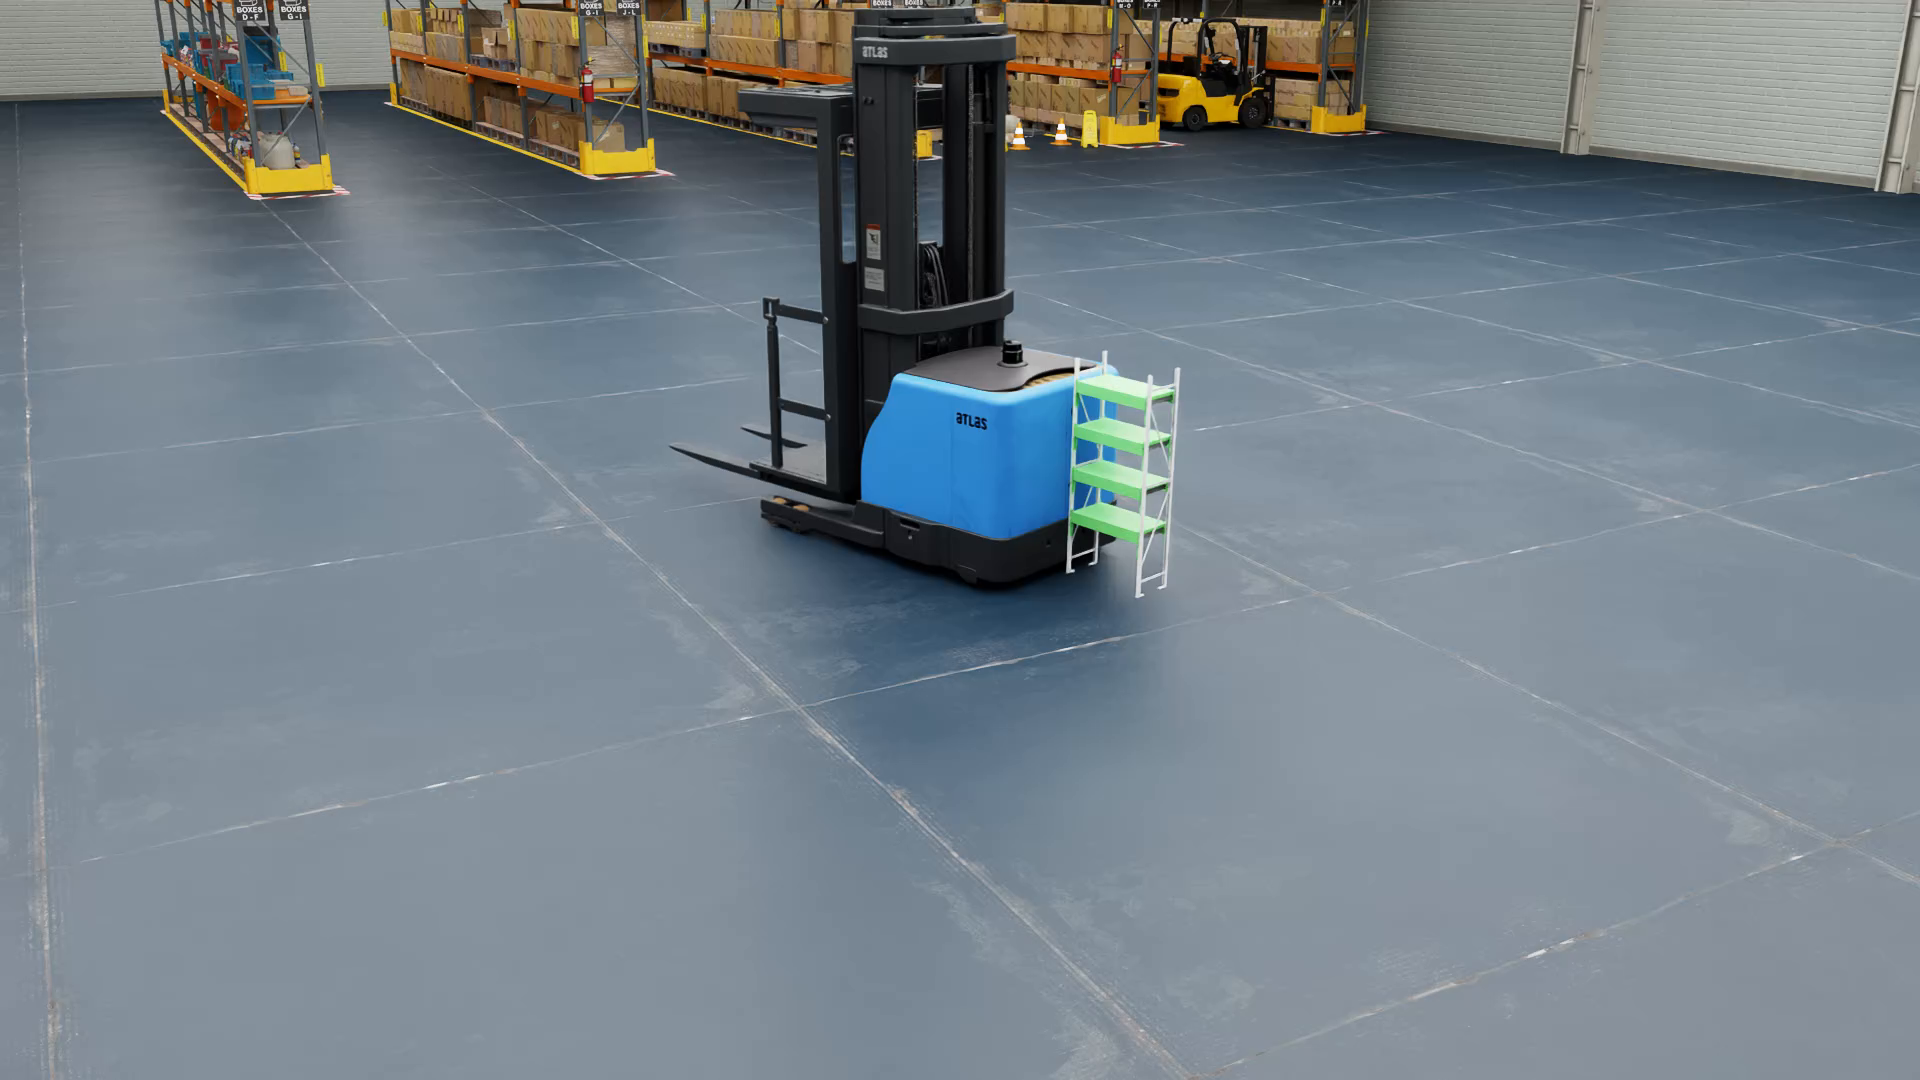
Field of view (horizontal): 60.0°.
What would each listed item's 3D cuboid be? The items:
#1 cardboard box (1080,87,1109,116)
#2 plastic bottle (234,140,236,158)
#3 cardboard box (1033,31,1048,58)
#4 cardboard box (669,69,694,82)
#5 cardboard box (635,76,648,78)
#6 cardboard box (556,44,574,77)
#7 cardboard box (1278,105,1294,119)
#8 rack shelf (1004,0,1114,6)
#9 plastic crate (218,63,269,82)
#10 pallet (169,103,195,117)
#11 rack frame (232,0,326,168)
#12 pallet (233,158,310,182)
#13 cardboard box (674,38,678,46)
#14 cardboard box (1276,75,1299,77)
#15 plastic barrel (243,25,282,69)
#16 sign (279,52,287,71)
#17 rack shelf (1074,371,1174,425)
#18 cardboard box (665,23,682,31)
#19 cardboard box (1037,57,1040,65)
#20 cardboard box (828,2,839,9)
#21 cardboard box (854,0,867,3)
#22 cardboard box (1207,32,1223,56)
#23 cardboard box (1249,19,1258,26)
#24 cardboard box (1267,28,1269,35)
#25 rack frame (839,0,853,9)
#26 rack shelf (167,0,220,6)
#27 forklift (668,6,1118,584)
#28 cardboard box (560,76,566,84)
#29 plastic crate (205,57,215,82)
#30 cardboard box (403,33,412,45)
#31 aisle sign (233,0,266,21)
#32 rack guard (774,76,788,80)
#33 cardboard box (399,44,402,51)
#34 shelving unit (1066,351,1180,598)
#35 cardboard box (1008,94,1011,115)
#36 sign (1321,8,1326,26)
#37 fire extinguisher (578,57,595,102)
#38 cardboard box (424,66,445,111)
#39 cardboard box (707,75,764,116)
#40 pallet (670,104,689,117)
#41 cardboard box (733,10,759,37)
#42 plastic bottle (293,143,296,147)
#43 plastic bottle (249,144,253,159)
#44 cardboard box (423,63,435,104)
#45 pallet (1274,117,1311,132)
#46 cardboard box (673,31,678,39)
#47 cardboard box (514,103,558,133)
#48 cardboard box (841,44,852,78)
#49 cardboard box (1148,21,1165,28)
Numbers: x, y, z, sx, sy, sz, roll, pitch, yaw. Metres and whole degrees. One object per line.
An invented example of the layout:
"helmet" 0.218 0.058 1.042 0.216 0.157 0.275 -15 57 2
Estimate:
"cardboard box" 2.621 -8.332 31.602 0.500 0.500 0.500 -10 21 -26
"plastic bottle" -11.599 -6.256 26.652 0.061 0.283 0.133 -9 21 -24
"cardboard box" 1.781 -9.770 32.736 0.500 0.500 0.500 -10 21 -27
"cardboard box" -6.164 -10.357 37.088 0.500 0.250 0.500 -9 21 -25
"cardboard box" -7.509 -10.957 39.600 0.380 0.149 0.250 -9 21 -25
"cardboard box" -6.070 -7.830 27.114 0.875 0.500 0.500 -10 21 -27
"cardboard box" 6.869 -8.788 34.074 0.500 0.250 0.500 -10 21 -27
"rack shelf" 2.282 -10.542 32.087 1.077 0.370 4.000 -10 21 -27
"plastic crate" -11.612 -7.536 26.969 0.767 0.338 0.504 -10 21 -27
"pallet" -17.089 -9.620 37.186 1.003 0.211 1.213 -10 21 -27
"rack frame" -9.849 -6.587 24.123 1.000 3.000 0.127 -10 21 -27
"pallet" -10.883 -5.868 26.312 1.003 0.211 1.213 -10 21 -27
"cardboard box" -5.998 -10.835 36.174 0.380 0.149 0.250 -11 22 -29
"cardboard box" 6.830 -9.635 34.993 0.500 0.250 0.500 -10 22 -28
"plastic barrel" -11.665 -8.131 27.827 0.600 0.901 0.708 -10 21 -27
"sign" -11.259 -7.949 27.644 0.100 0.325 0.005 -10 21 -27
"rack shelf" 0.859 -0.740 8.642 0.258 0.148 0.480 -18 27 -42
"cardboard box" -6.247 -11.268 36.516 0.380 0.149 0.250 -9 21 -25
"cardboard box" 1.759 -9.495 32.935 0.380 0.149 0.250 -10 21 -27
"cardboard box" -2.934 -12.947 40.868 0.500 0.500 0.500 -10 21 -27
"cardboard box" -2.389 -13.292 40.872 0.380 0.149 0.250 -10 22 -27
"cardboard box" 5.679 -10.687 35.852 0.500 0.500 0.500 -11 22 -28
"cardboard box" 6.270 -10.807 34.749 0.380 0.149 0.250 -10 21 -27
"cardboard box" 6.517 -10.520 34.371 0.380 0.149 0.250 -10 21 -27
"rack frame" -2.467 -12.334 40.778 1.000 3.000 0.127 -10 21 -27
"rack shelf" -14.598 -10.536 32.071 1.077 0.370 4.000 -10 21 -27
"forklift" -0.544 -1.537 9.593 3.031 2.935 1.130 17 25 40
"cardboard box" -6.415 -7.642 27.565 0.380 0.149 0.250 -10 21 -27
"plastic crate" -12.546 -7.997 28.232 0.392 0.384 0.575 -10 21 -27
"cardboard box" -12.357 -11.396 37.832 0.500 0.250 0.500 -10 22 -28
"aisle sign" -10.076 -7.750 23.506 0.394 0.787 0.004 -10 21 -27
"rack guard" -4.378 -12.308 44.534 1.175 0.500 0.348 -10 21 -27
"cardboard box" -12.720 -11.381 38.401 0.380 0.149 0.250 -10 22 -28
"shelving unit" 0.852 -0.349 8.785 0.258 1.200 0.503 -18 27 -42
"cardboard box" 1.081 -9.144 34.918 0.950 0.372 0.625 -10 21 -26
"sign" 7.114 -10.239 32.567 0.100 0.325 0.005 -10 21 -27
"fire extinguisher" -5.841 -7.214 26.057 0.296 0.674 0.183 -10 21 -27
"cardboard box" -10.867 -9.813 36.085 1.225 0.875 0.875 -10 21 -26
"cardboard box" -4.666 -9.337 34.896 1.050 0.750 0.750 -10 22 -27
"pallet" -5.821 -9.647 37.264 1.003 0.211 1.213 -10 21 -27
"cardboard box" -4.185 -10.488 33.741 0.700 0.500 0.500 -10 22 -27
"plastic bottle" -10.527 -6.148 26.340 0.061 0.283 0.133 -10 21 -26
"plastic bottle" -11.109 -6.064 26.096 0.061 0.283 0.133 -10 21 -27
"cardboard box" -11.431 -10.195 37.193 0.875 0.875 0.875 -10 21 -27
"pallet" 7.198 -8.555 34.099 1.003 0.211 1.213 -10 21 -27
"cardboard box" -6.001 -10.977 36.131 0.380 0.149 0.250 -10 21 -27
"cardboard box" -7.872 -7.849 30.936 0.700 0.500 0.500 -10 21 -27
"cardboard box" -1.573 -8.419 29.201 0.875 0.550 0.550 -10 21 -27
"cardboard box" 4.522 -11.744 37.920 0.380 0.149 0.250 -10 21 -27
